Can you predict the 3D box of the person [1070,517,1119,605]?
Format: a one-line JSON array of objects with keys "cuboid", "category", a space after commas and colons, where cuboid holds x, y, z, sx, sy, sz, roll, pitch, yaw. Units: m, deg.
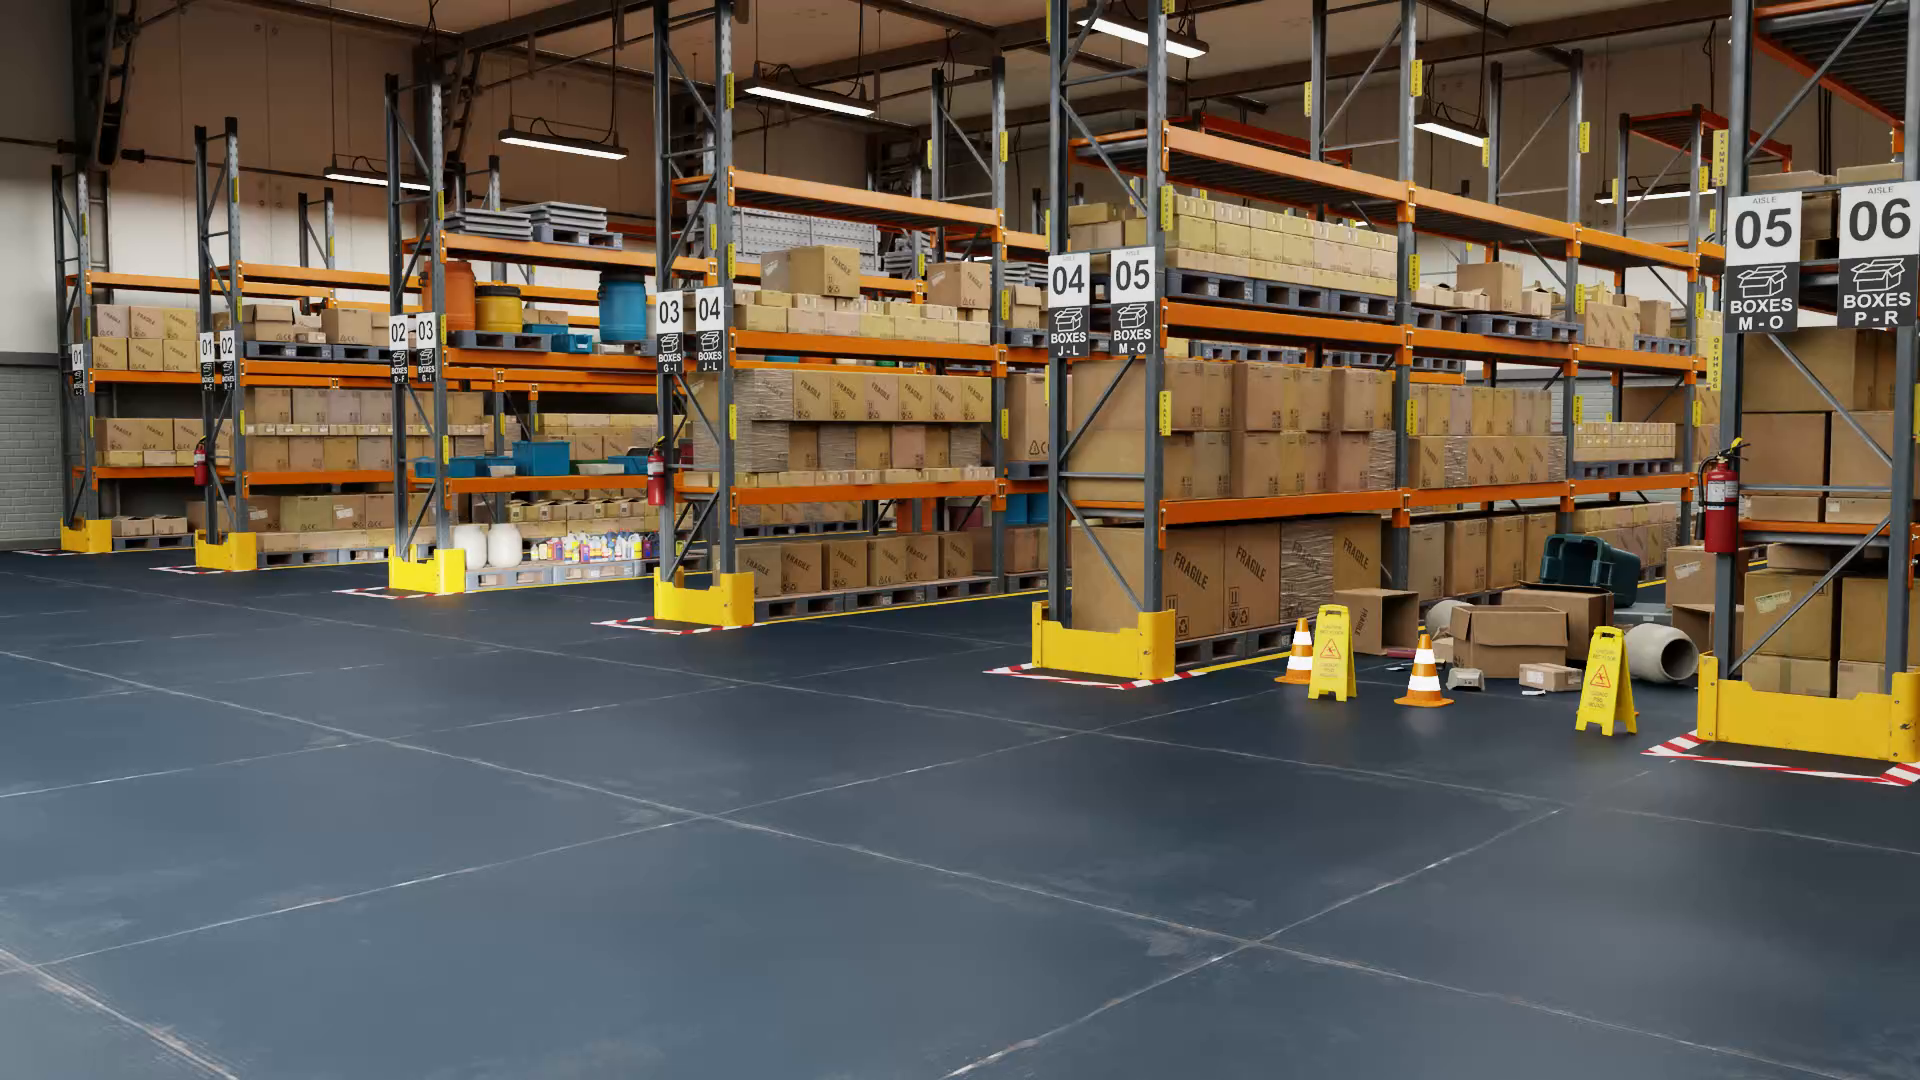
[{"cuboid": [1.338, -0.089, 16.951, 0.425, 1.663, 0.554, 3, 5, 42], "category": "person"}]
